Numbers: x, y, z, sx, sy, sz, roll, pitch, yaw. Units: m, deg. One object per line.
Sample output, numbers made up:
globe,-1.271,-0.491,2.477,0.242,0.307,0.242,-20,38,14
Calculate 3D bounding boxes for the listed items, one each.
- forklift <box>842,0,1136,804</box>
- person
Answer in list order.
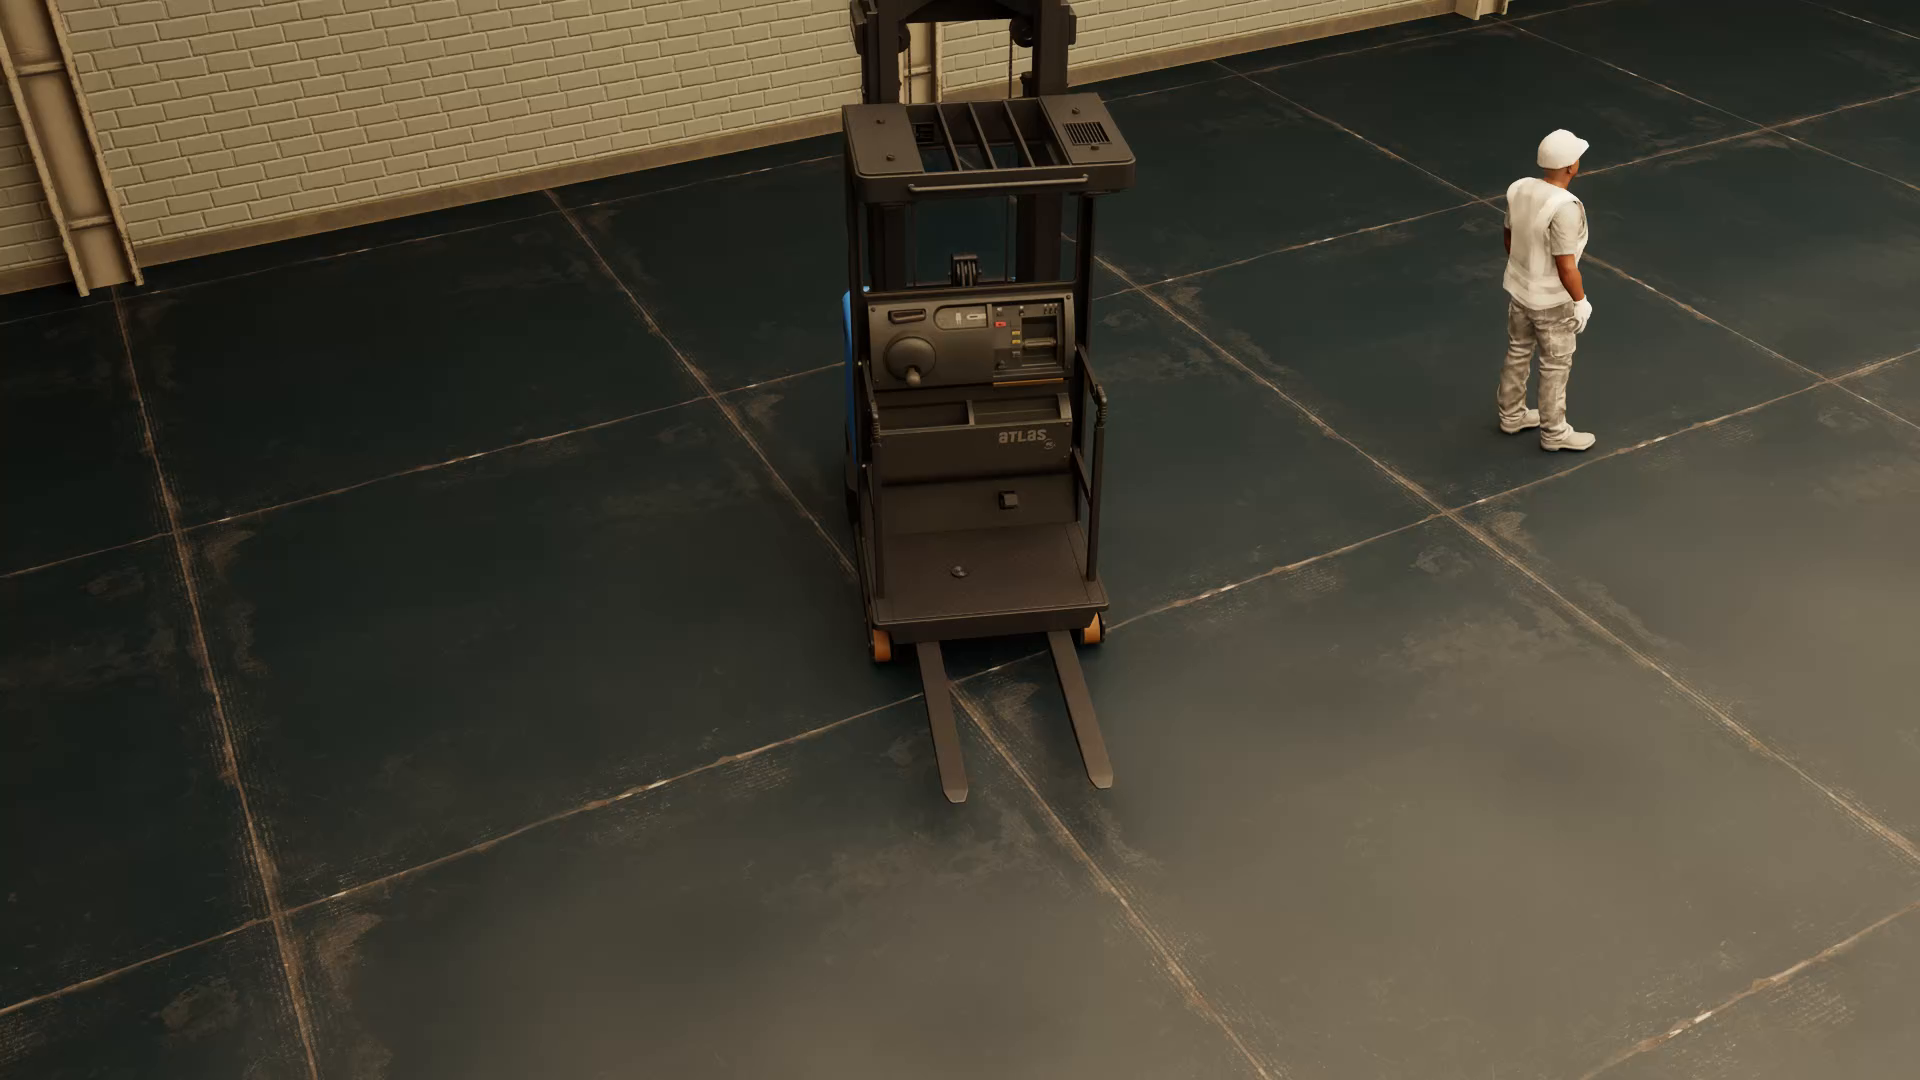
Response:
forklift,0.086,-0.837,7.307,1.130,2.935,3.031,-5,36,-6
person,3.232,-1.367,9.039,0.577,1.782,0.656,-10,37,-14
